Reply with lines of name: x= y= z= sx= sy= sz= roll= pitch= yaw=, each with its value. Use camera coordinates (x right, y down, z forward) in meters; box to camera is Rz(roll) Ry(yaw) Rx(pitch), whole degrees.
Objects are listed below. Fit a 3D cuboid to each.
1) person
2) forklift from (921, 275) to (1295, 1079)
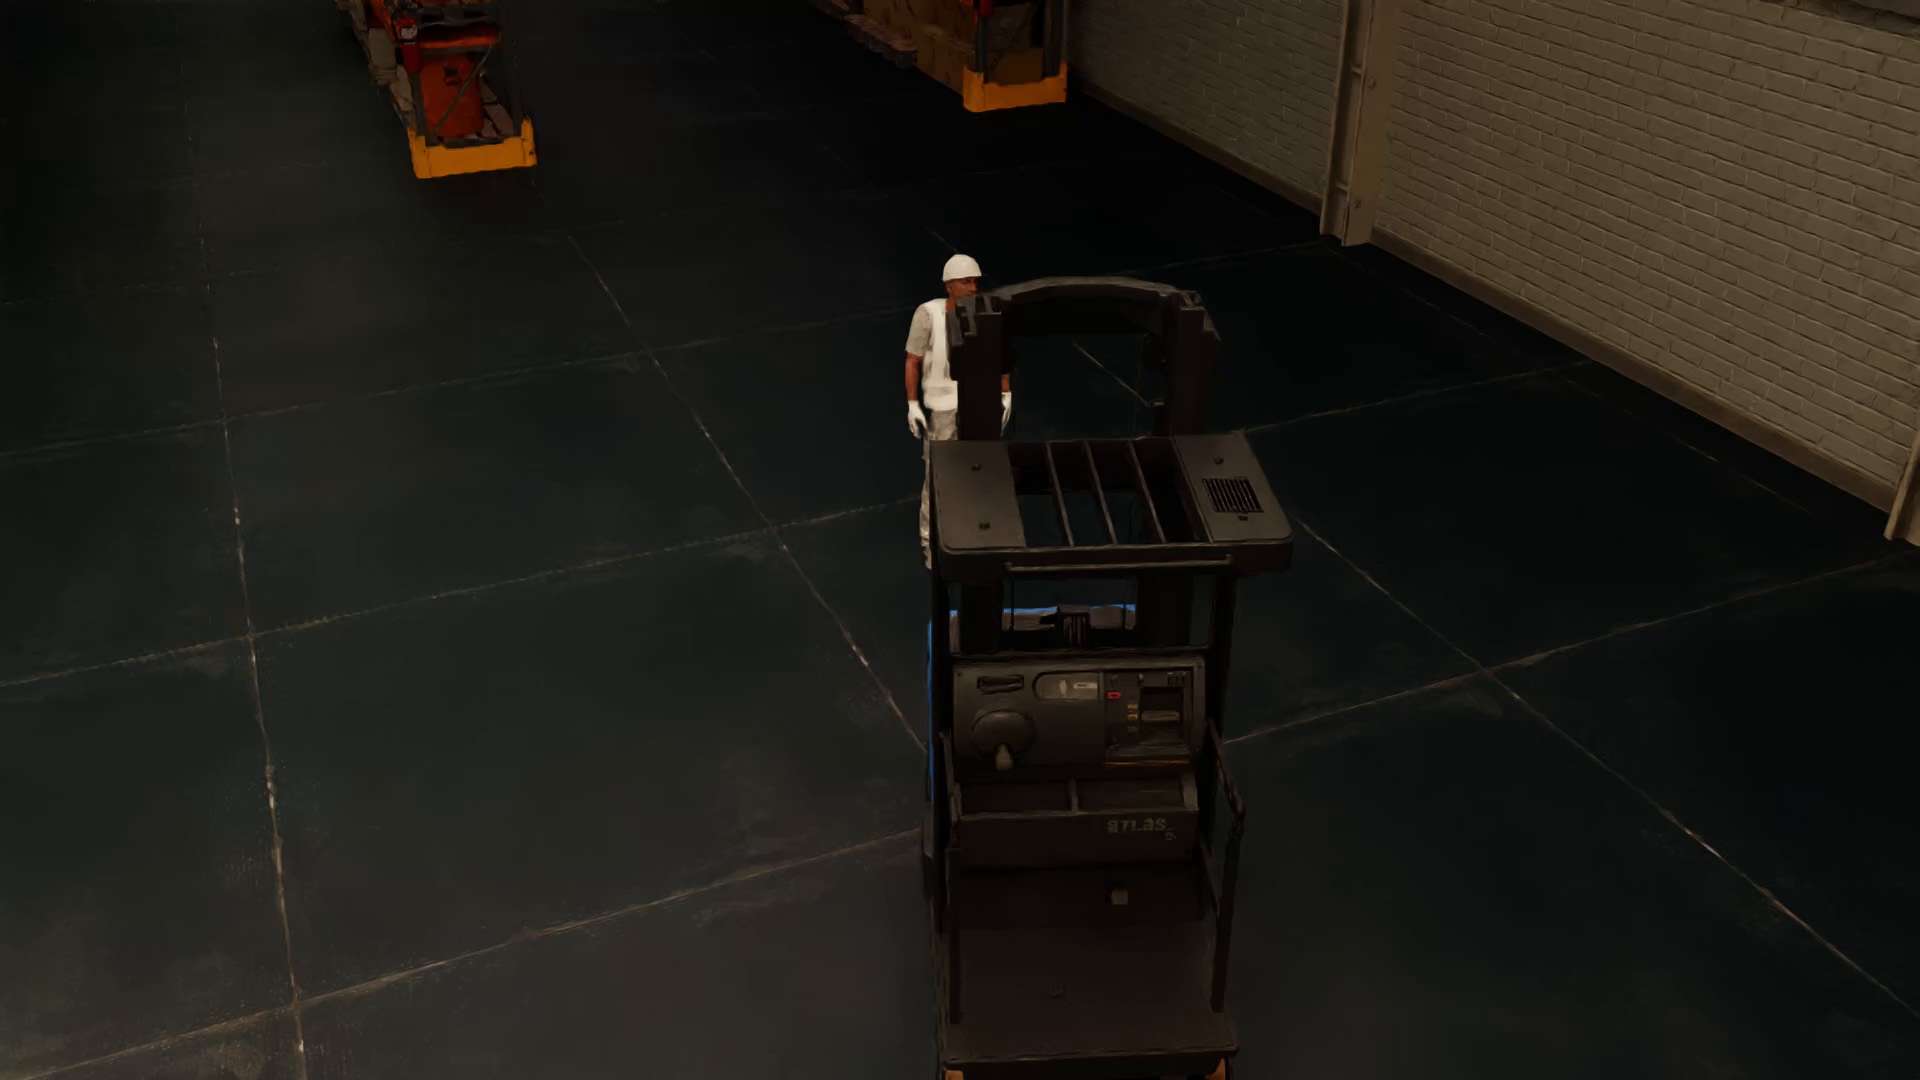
person: x=0.022 y=-0.746 z=9.566 sx=0.655 sy=1.782 sz=0.576 roll=-12 pitch=32 yaw=-20
forklift: x=0.455 y=0.684 z=5.923 sx=1.130 sy=2.935 sz=3.031 roll=-2 pitch=30 yaw=-3
